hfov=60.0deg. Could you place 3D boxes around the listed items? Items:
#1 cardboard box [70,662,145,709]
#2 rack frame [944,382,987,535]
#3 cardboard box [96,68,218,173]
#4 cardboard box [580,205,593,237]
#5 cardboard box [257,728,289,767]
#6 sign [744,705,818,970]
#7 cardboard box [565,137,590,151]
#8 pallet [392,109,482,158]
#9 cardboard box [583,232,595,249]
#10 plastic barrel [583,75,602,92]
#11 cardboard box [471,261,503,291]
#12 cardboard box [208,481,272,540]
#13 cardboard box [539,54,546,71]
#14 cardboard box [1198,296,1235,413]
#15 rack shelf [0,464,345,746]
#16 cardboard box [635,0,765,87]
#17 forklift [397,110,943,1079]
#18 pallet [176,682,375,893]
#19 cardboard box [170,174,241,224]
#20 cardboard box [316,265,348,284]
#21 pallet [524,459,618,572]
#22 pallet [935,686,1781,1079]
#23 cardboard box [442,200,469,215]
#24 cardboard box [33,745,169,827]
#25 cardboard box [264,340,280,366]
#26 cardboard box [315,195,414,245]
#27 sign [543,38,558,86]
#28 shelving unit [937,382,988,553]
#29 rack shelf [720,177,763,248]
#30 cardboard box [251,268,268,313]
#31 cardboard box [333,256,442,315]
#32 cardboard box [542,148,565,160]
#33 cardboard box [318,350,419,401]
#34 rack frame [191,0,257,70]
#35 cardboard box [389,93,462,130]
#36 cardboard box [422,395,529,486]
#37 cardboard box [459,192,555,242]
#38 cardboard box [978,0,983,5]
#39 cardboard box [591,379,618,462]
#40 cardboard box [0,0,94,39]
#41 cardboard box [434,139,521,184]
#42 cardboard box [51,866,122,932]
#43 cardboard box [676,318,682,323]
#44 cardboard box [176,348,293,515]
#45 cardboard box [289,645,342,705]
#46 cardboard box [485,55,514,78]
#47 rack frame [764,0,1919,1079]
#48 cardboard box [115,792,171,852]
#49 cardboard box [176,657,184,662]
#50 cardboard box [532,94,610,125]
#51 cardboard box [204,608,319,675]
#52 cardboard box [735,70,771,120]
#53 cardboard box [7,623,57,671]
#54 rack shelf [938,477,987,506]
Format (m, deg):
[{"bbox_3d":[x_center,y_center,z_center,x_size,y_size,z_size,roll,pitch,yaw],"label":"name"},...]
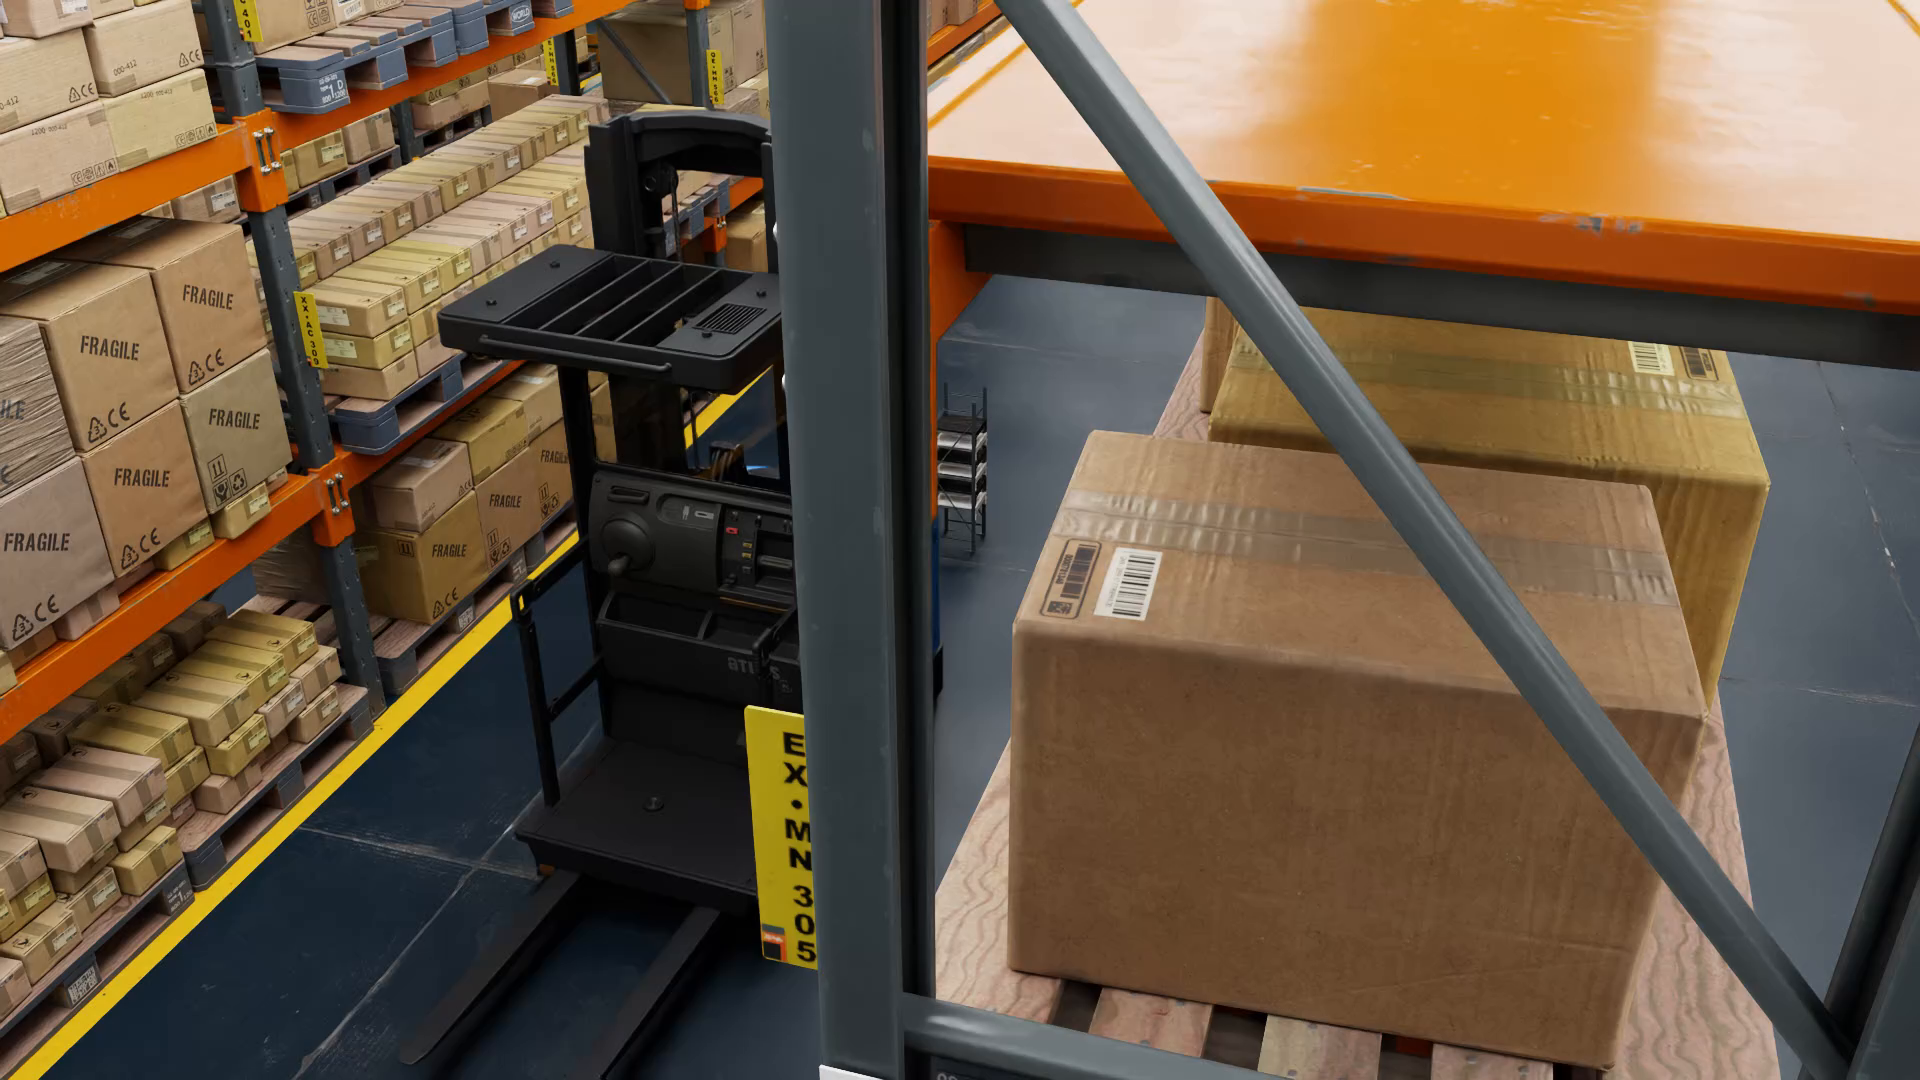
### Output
[{"bbox_3d":[-3.649,0.622,6.936,0.380,0.149,0.250,8,30,14],"label":"cardboard box"},{"bbox_3d":[0.027,-0.437,9.109,0.240,0.900,0.006,8,30,15],"label":"rack frame"},{"bbox_3d":[-3.071,-1.534,5.991,0.500,0.250,0.500,9,30,16],"label":"cardboard box"},{"bbox_3d":[-2.098,-1.724,8.783,0.380,0.149,0.250,9,30,16],"label":"cardboard box"},{"bbox_3d":[-3.131,0.847,7.143,0.380,0.149,0.250,9,30,16],"label":"cardboard box"},{"bbox_3d":[-0.162,0.311,1.690,0.100,0.325,0.005,8,30,15],"label":"sign"},{"bbox_3d":[-1.945,-2.092,9.140,0.380,0.149,0.250,9,30,16],"label":"cardboard box"},{"bbox_3d":[-5.436,-4.031,16.279,1.003,0.211,1.213,8,30,15],"label":"pallet"},{"bbox_3d":[-2.098,-1.598,8.863,0.380,0.149,0.250,9,30,16],"label":"cardboard box"},{"bbox_3d":[-3.584,-4.490,16.885,0.421,0.421,0.512,-17,34,-28],"label":"plastic barrel"},{"bbox_3d":[-2.405,-1.238,7.911,0.380,0.149,0.250,7,30,13],"label":"cardboard box"},{"bbox_3d":[-3.017,-0.144,6.682,0.380,0.149,0.250,8,30,14],"label":"cardboard box"},{"bbox_3d":[-4.565,-5.120,17.764,0.500,0.250,0.500,9,30,15],"label":"cardboard box"},{"bbox_3d":[0.903,-0.538,3.409,0.700,0.500,0.500,10,31,17],"label":"cardboard box"},{"bbox_3d":[-3.773,0.688,5.667,1.077,0.370,4.000,8,30,15],"label":"rack shelf"},{"bbox_3d":[-1.723,-3.337,11.032,0.700,0.500,0.500,8,30,14],"label":"cardboard box"},{"bbox_3d":[-1.067,0.043,6.158,1.130,2.935,3.031,10,31,18],"label":"forklift"},{"bbox_3d":[-3.349,0.980,7.271,1.003,0.211,1.213,8,30,15],"label":"pallet"},{"bbox_3d":[-6.389,-2.714,13.314,0.950,0.372,0.625,8,30,14],"label":"cardboard box"},{"bbox_3d":[-3.106,-1.210,7.859,0.380,0.149,0.250,10,31,17],"label":"cardboard box"},{"bbox_3d":[-2.602,-0.268,9.514,1.003,0.211,1.213,8,30,15],"label":"pallet"},{"bbox_3d":[0.560,0.440,2.379,1.003,0.211,1.213,8,30,15],"label":"pallet"},{"bbox_3d":[-2.797,-1.697,8.736,0.380,0.149,0.250,10,30,17],"label":"cardboard box"},{"bbox_3d":[-3.286,0.939,6.365,0.380,0.149,0.250,7,30,12],"label":"cardboard box"},{"bbox_3d":[-3.258,-0.842,7.504,0.380,0.149,0.250,8,30,14],"label":"cardboard box"},{"bbox_3d":[-2.946,-1.584,8.226,0.380,0.149,0.250,8,30,13],"label":"cardboard box"},{"bbox_3d":[-2.543,-2.998,10.362,0.100,0.325,0.005,8,30,15],"label":"sign"},{"bbox_3d":[-0.002,-0.389,9.024,0.258,0.900,0.210,8,30,15],"label":"shelving unit"},{"bbox_3d":[-1.424,-3.029,12.350,1.077,0.370,4.000,8,30,15],"label":"rack shelf"},{"bbox_3d":[-3.254,-1.103,7.363,0.380,0.149,0.250,10,31,17],"label":"cardboard box"},{"bbox_3d":[-2.554,-1.137,7.423,0.380,0.149,0.250,9,30,16],"label":"cardboard box"},{"bbox_3d":[-2.498,-2.171,9.588,0.380,0.149,0.250,8,30,13],"label":"cardboard box"},{"bbox_3d":[-2.630,-0.747,7.333,0.380,0.149,0.250,7,30,12],"label":"cardboard box"},{"bbox_3d":[-3.185,-3.177,5.704,1.000,3.000,0.127,8,30,15],"label":"rack frame"},{"bbox_3d":[-5.168,-4.150,16.021,0.500,0.250,0.500,7,30,13],"label":"cardboard box"},{"bbox_3d":[-2.562,-0.528,8.481,0.500,0.250,0.500,9,30,16],"label":"cardboard box"},{"bbox_3d":[-2.252,-1.608,8.269,0.380,0.149,0.250,10,31,17],"label":"cardboard box"},{"bbox_3d":[-0.270,-5.265,15.475,0.875,0.550,0.500,8,30,15],"label":"cardboard box"},{"bbox_3d":[-2.250,-0.673,9.514,0.500,0.500,0.500,7,30,13],"label":"cardboard box"},{"bbox_3d":[-3.115,-1.765,5.482,0.380,0.149,0.250,8,30,15],"label":"cardboard box"},{"bbox_3d":[-2.641,-2.073,9.106,0.380,0.149,0.250,10,31,17],"label":"cardboard box"},{"bbox_3d":[-3.419,1.330,6.273,0.380,0.149,0.250,9,30,16],"label":"cardboard box"},{"bbox_3d":[-1.962,-1.478,10.189,0.500,0.250,0.500,8,30,14],"label":"cardboard box"},{"bbox_3d":[-3.057,-0.464,6.590,0.500,0.500,0.500,9,30,15],"label":"cardboard box"},{"bbox_3d":[-2.974,0.569,7.337,0.380,0.149,0.250,9,30,16],"label":"cardboard box"},{"bbox_3d":[-4.868,-4.969,16.722,0.500,0.500,0.500,10,31,17],"label":"cardboard box"},{"bbox_3d":[0.349,-0.564,1.007,0.949,2.616,0.053,8,30,15],"label":"rack frame"},{"bbox_3d":[-3.327,1.047,6.477,0.380,0.149,0.250,9,30,16],"label":"cardboard box"},{"bbox_3d":[-3.598,0.500,7.461,0.380,0.149,0.250,10,31,17],"label":"cardboard box"},{"bbox_3d":[-2.334,-2.559,9.979,0.380,0.149,0.250,9,30,15],"label":"cardboard box"},{"bbox_3d":[-3.041,0.449,7.245,0.380,0.149,0.250,9,30,16],"label":"cardboard box"},{"bbox_3d":[-1.475,-2.865,11.211,0.500,0.500,0.500,8,30,14],"label":"cardboard box"},{"bbox_3d":[-3.429,0.329,5.831,0.380,0.149,0.250,8,30,14],"label":"cardboard box"},{"bbox_3d":[-0.002,-0.282,9.084,0.258,0.077,0.200,8,30,15],"label":"rack shelf"}]
